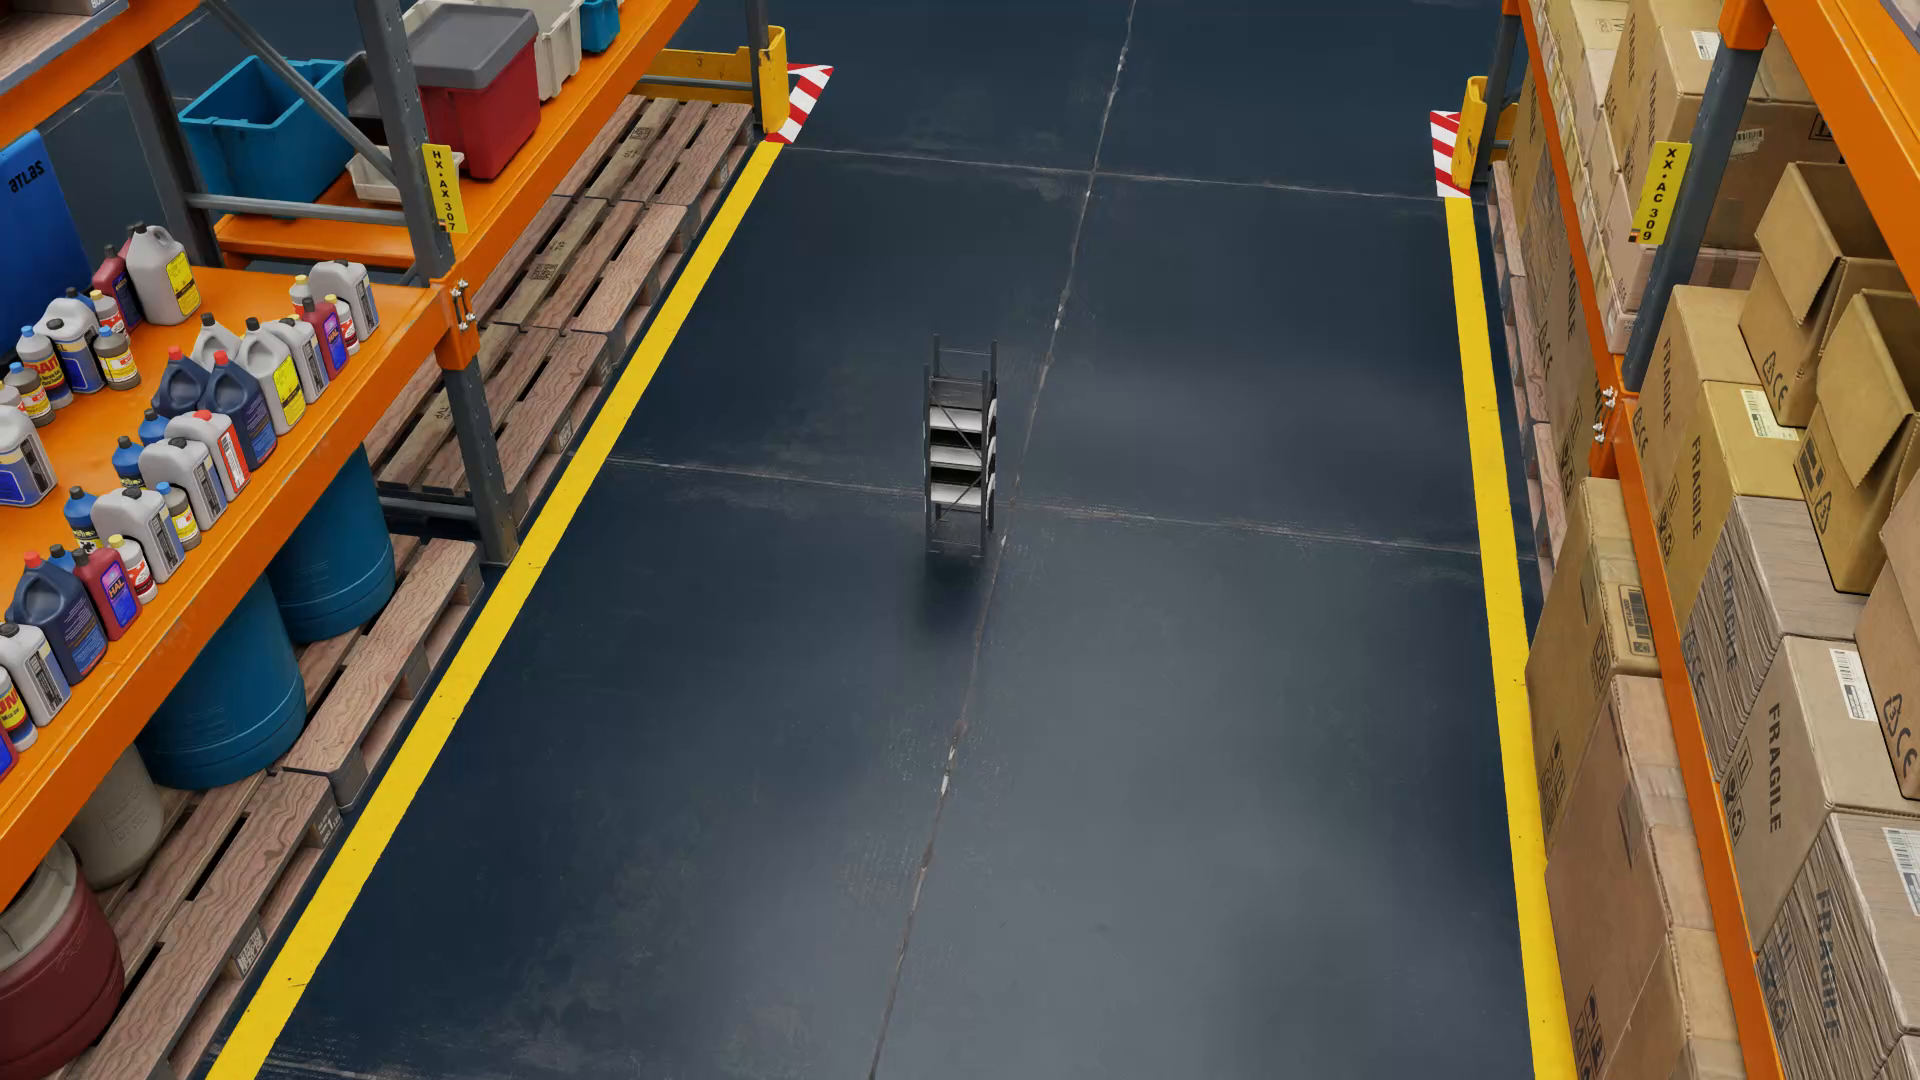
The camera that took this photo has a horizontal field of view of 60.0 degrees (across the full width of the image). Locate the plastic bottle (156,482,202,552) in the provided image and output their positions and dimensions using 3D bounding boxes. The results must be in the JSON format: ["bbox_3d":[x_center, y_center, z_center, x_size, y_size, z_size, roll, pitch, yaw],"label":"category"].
[{"bbox_3d":[-2.194,-0.072,4.639,0.097,0.201,0.097,0,40,0],"label":"plastic bottle"}]

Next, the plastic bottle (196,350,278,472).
[{"bbox_3d":[-2.146,-0.390,4.906,0.144,0.351,0.185,6,40,8],"label":"plastic bottle"}]

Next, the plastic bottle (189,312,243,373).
[{"bbox_3d":[-2.256,-0.521,5.065,0.144,0.351,0.185,6,40,8],"label":"plastic bottle"}]

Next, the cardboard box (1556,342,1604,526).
[{"bbox_3d":[2.794,-0.340,6.145,0.875,0.875,0.875,6,40,8],"label":"cardboard box"}]

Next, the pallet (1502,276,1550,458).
[{"bbox_3d":[3.018,-0.753,7.495,1.003,0.211,1.213,6,40,8],"label":"pallet"}]

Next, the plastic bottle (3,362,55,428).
[{"bbox_3d":[-2.860,-0.452,5.099,0.097,0.201,0.097,0,40,0],"label":"plastic bottle"}]

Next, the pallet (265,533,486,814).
[{"bbox_3d":[-2.452,0.417,6.080,1.003,0.211,1.213,6,40,8],"label":"pallet"}]

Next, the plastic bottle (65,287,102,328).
[{"bbox_3d":[-2.803,-0.686,5.326,0.097,0.271,0.097,0,40,0],"label":"plastic bottle"}]

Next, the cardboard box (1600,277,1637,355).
[{"bbox_3d":[2.331,-0.722,5.466,0.380,0.149,0.250,7,40,8],"label":"cardboard box"}]

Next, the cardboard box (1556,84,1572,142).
[{"bbox_3d":[2.598,-1.688,6.635,0.380,0.149,0.250,7,40,8],"label":"cardboard box"}]

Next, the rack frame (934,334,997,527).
[{"bbox_3d":[0.019,-0.416,6.547,0.240,0.900,0.006,6,40,8],"label":"rack frame"}]

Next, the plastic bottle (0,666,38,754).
[{"bbox_3d":[-2.330,0.392,4.023,0.097,0.271,0.097,0,40,0],"label":"plastic bottle"}]

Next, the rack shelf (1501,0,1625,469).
[{"bbox_3d":[2.947,-1.569,6.859,1.077,0.370,4.000,6,40,8],"label":"rack shelf"}]

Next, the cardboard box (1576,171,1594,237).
[{"bbox_3d":[2.464,-1.206,6.052,0.380,0.149,0.250,7,40,9],"label":"cardboard box"}]

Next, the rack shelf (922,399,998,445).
[{"bbox_3d":[0.001,-0.465,6.376,0.258,0.077,0.200,6,40,8],"label":"rack shelf"}]

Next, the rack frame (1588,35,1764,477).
[{"bbox_3d":[2.601,-0.591,5.111,1.000,3.000,0.127,6,40,8],"label":"rack frame"}]

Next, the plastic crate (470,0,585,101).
[{"bbox_3d":[-1.832,-2.053,6.925,0.437,0.282,0.530,6,40,8],"label":"plastic crate"}]

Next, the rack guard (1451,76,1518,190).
[{"bbox_3d":[3.297,-2.153,8.962,1.175,0.500,0.348,6,40,8],"label":"rack guard"}]

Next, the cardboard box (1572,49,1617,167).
[{"bbox_3d":[2.594,-1.600,6.215,0.500,0.250,0.500,7,40,9],"label":"cardboard box"}]

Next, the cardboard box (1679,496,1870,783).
[{"bbox_3d":[2.102,0.261,4.002,0.500,0.500,0.500,6,40,7],"label":"cardboard box"}]

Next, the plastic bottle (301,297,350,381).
[{"bbox_3d":[-2.023,-0.659,5.285,0.061,0.283,0.133,6,40,8],"label":"plastic bottle"}]

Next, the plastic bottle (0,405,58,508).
[{"bbox_3d":[-2.743,-0.243,4.788,0.152,0.276,0.135,6,40,8],"label":"plastic bottle"}]

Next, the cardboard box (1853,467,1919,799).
[{"bbox_3d":[2.276,0.206,3.281,0.797,0.503,0.637,8,40,9],"label":"cardboard box"}]

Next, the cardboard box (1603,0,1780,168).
[{"bbox_3d":[2.508,-1.569,5.590,0.500,0.500,0.500,7,40,8],"label":"cardboard box"}]

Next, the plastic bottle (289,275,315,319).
[{"bbox_3d":[-2.154,-0.780,5.495,0.097,0.201,0.097,0,40,0],"label":"plastic bottle"}]

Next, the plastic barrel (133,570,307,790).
[{"bbox_3d":[-2.511,0.293,5.358,0.600,0.901,0.708,6,40,8],"label":"plastic barrel"}]

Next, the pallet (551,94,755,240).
[{"bbox_3d":[-1.766,-2.060,9.076,1.003,0.211,1.213,6,40,8],"label":"pallet"}]

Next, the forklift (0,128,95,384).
[{"bbox_3d":[-4.844,-1.278,5.995,1.130,2.935,3.031,9,40,10],"label":"forklift"}]

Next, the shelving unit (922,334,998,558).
[{"bbox_3d":[0.001,-0.352,6.469,0.258,0.900,0.210,6,40,8],"label":"shelving unit"}]

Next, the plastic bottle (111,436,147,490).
[{"bbox_3d":[-2.327,-0.177,4.711,0.097,0.271,0.097,0,40,0],"label":"plastic bottle"}]

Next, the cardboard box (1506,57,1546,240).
[{"bbox_3d":[3.261,-2.034,8.194,0.875,0.875,0.875,6,40,8],"label":"cardboard box"}]

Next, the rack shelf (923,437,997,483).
[{"bbox_3d":[0.001,-0.326,6.491,0.258,0.077,0.200,6,40,8],"label":"rack shelf"}]

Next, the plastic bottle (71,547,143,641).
[{"bbox_3d":[-2.236,0.116,4.347,0.061,0.283,0.133,6,40,8],"label":"plastic bottle"}]

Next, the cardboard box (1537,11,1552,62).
[{"bbox_3d":[2.730,-2.173,7.222,0.380,0.149,0.250,6,40,7],"label":"cardboard box"}]

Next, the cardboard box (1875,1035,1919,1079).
[{"bbox_3d":[1.842,1.231,2.828,0.500,0.500,0.500,6,40,7],"label":"cardboard box"}]

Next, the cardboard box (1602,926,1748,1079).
[{"bbox_3d":[2.210,1.587,3.815,1.225,0.875,0.875,7,40,8],"label":"cardboard box"}]

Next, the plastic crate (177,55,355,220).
[{"bbox_3d":[-2.533,-1.485,6.158,0.392,0.384,0.575,6,40,8],"label":"plastic crate"}]

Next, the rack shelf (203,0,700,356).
[{"bbox_3d":[-1.932,-2.115,7.519,1.077,0.370,4.000,6,40,8],"label":"rack shelf"}]

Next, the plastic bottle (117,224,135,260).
[{"bbox_3d":[-2.761,-0.909,5.588,0.061,0.283,0.133,6,40,8],"label":"plastic bottle"}]
